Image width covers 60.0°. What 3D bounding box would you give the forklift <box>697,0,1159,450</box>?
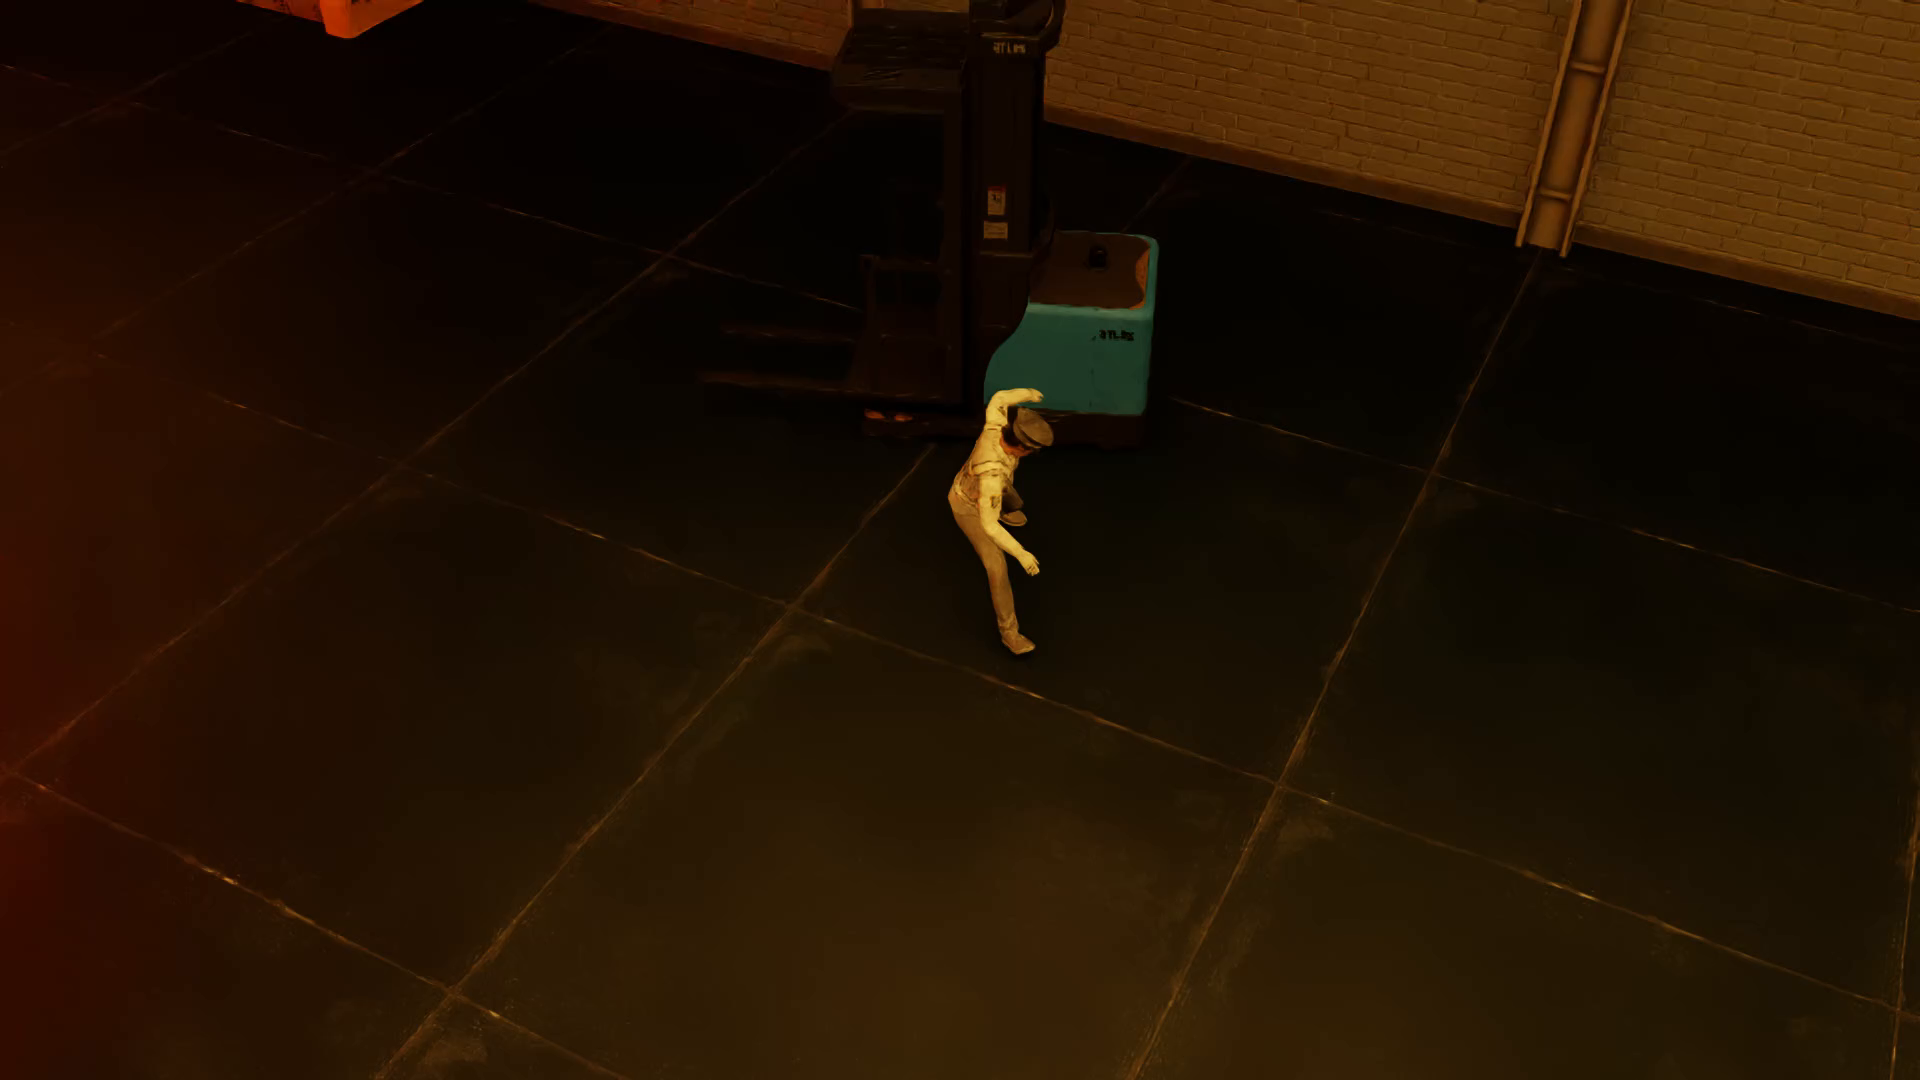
[{"bbox_3d":[-0.229,-2.130,10.516,3.031,2.935,1.130,5,40,6],"label":"forklift"}]

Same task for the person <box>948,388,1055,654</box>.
[{"bbox_3d":[0.287,-0.256,9.496,0.727,1.393,1.232,14,42,16],"label":"person"}]
